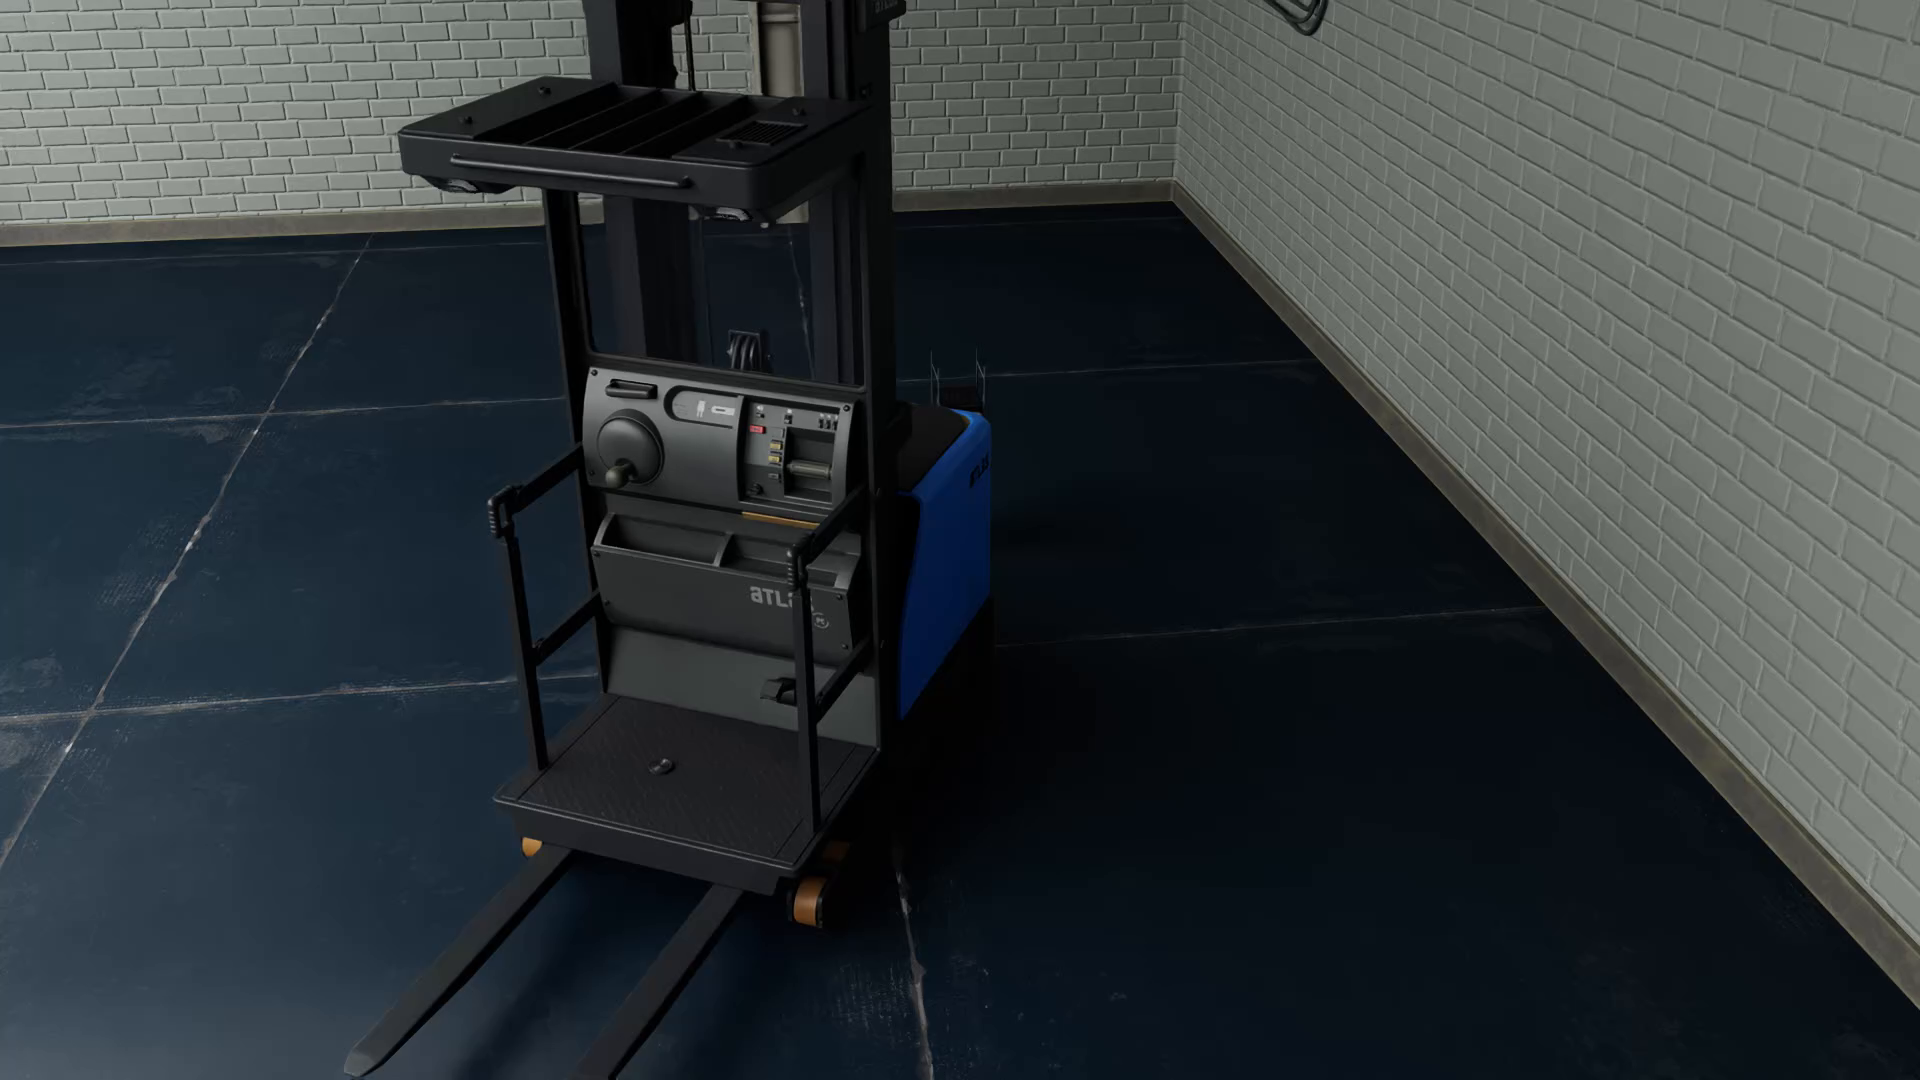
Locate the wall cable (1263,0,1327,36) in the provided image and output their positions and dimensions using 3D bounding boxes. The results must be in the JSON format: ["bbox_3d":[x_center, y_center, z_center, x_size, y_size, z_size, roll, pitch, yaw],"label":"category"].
[{"bbox_3d":[1.816,-4.591,10.242,0.112,2.526,3.097,-4,27,-7],"label":"wall cable"}]

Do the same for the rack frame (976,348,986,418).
[{"bbox_3d":[0.093,-0.406,7.556,0.006,0.900,0.240,-4,27,-7],"label":"rack frame"}]

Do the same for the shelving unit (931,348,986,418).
[{"bbox_3d":[-0.008,-0.400,7.544,0.210,0.900,0.258,-4,27,-7],"label":"shelving unit"}]

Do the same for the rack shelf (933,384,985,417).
[{"bbox_3d":[-0.008,-0.610,7.436,0.200,0.077,0.258,-4,27,-7],"label":"rack shelf"}]

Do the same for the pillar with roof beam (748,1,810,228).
[{"bbox_3d":[-0.685,-4.437,6.540,0.400,9.000,9.100,-4,27,-7],"label":"pillar with roof beam"}]

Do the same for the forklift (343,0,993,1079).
[{"bbox_3d":[-0.840,-0.275,5.075,1.130,2.935,3.031,9,29,17],"label":"forklift"}]

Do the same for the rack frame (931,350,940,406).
[{"bbox_3d":[-0.109,-0.393,7.531,0.006,0.900,0.240,-4,27,-7],"label":"rack frame"}]
